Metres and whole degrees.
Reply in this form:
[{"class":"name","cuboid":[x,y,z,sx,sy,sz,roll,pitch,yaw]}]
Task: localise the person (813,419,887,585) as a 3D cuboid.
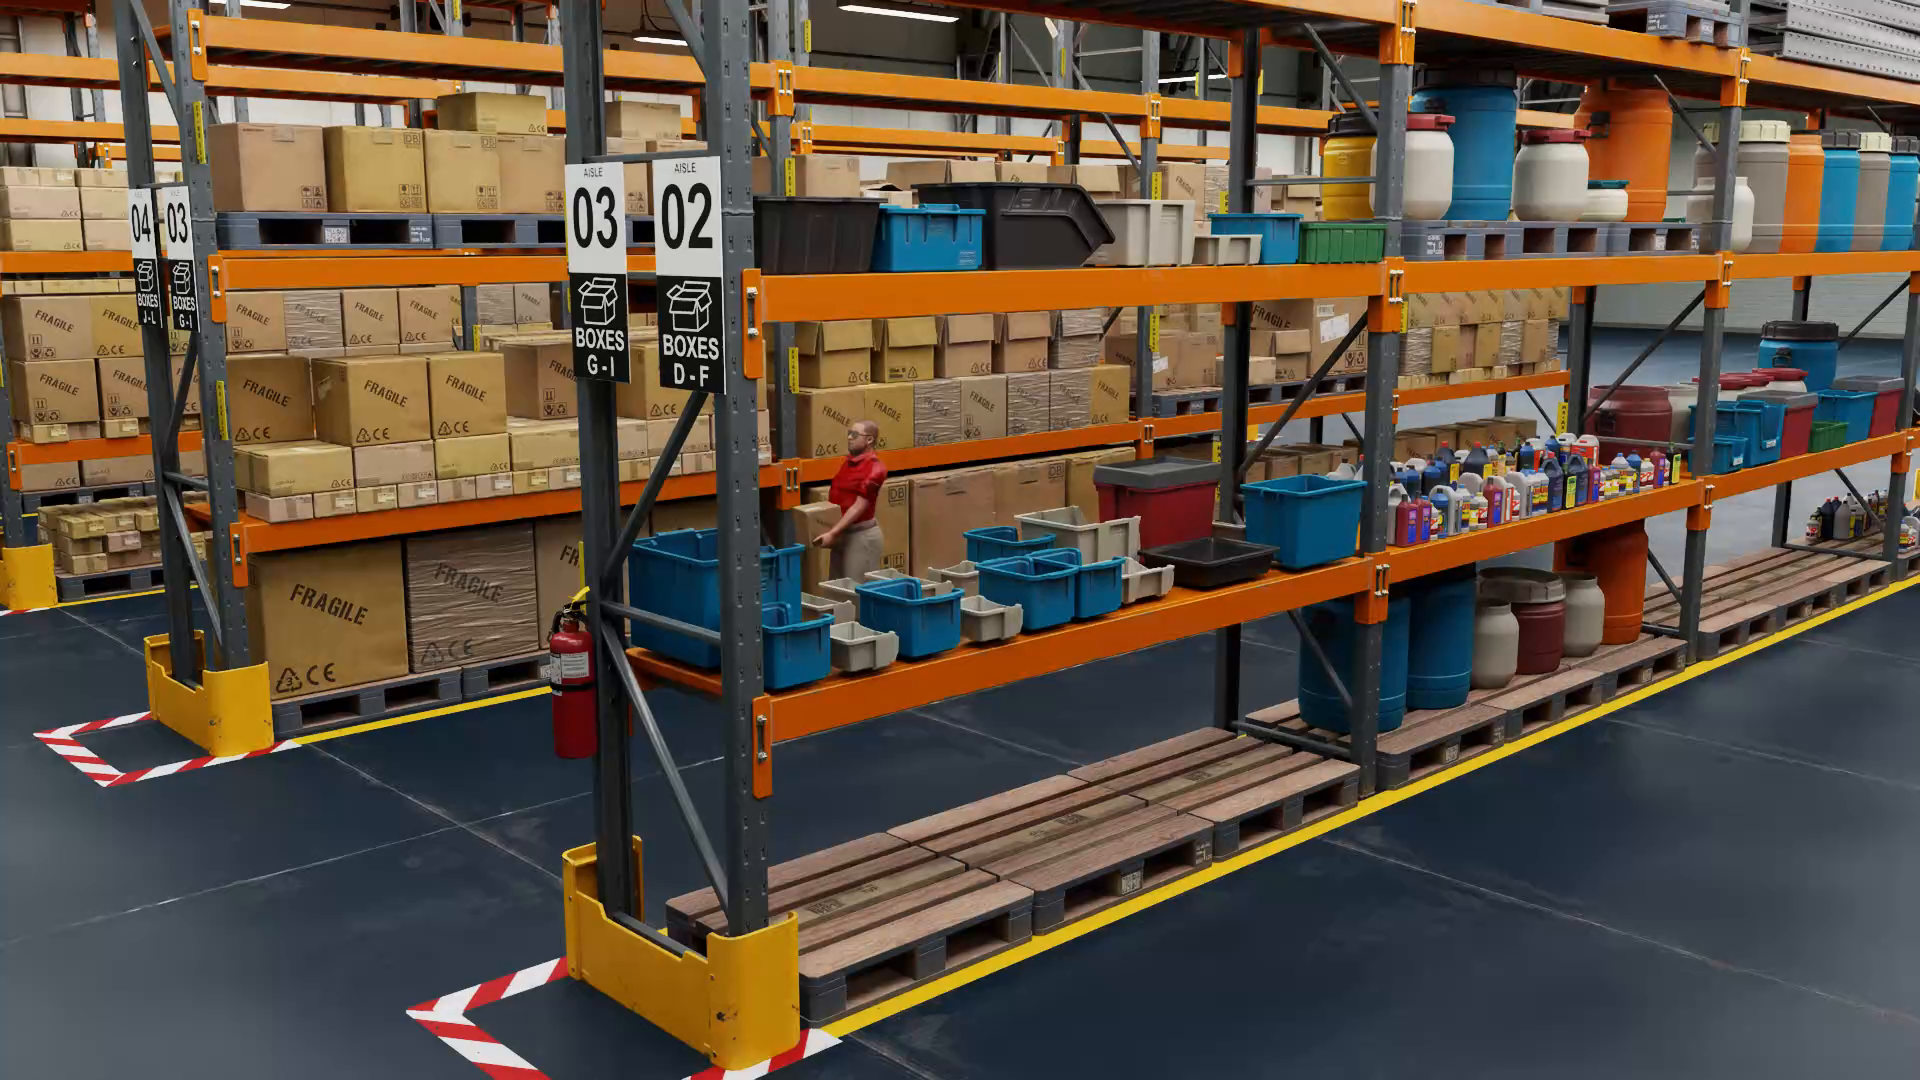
[{"class":"person","cuboid":[-0.791,0.040,11.280,0.537,1.712,0.494,-5,12,-27]}]
